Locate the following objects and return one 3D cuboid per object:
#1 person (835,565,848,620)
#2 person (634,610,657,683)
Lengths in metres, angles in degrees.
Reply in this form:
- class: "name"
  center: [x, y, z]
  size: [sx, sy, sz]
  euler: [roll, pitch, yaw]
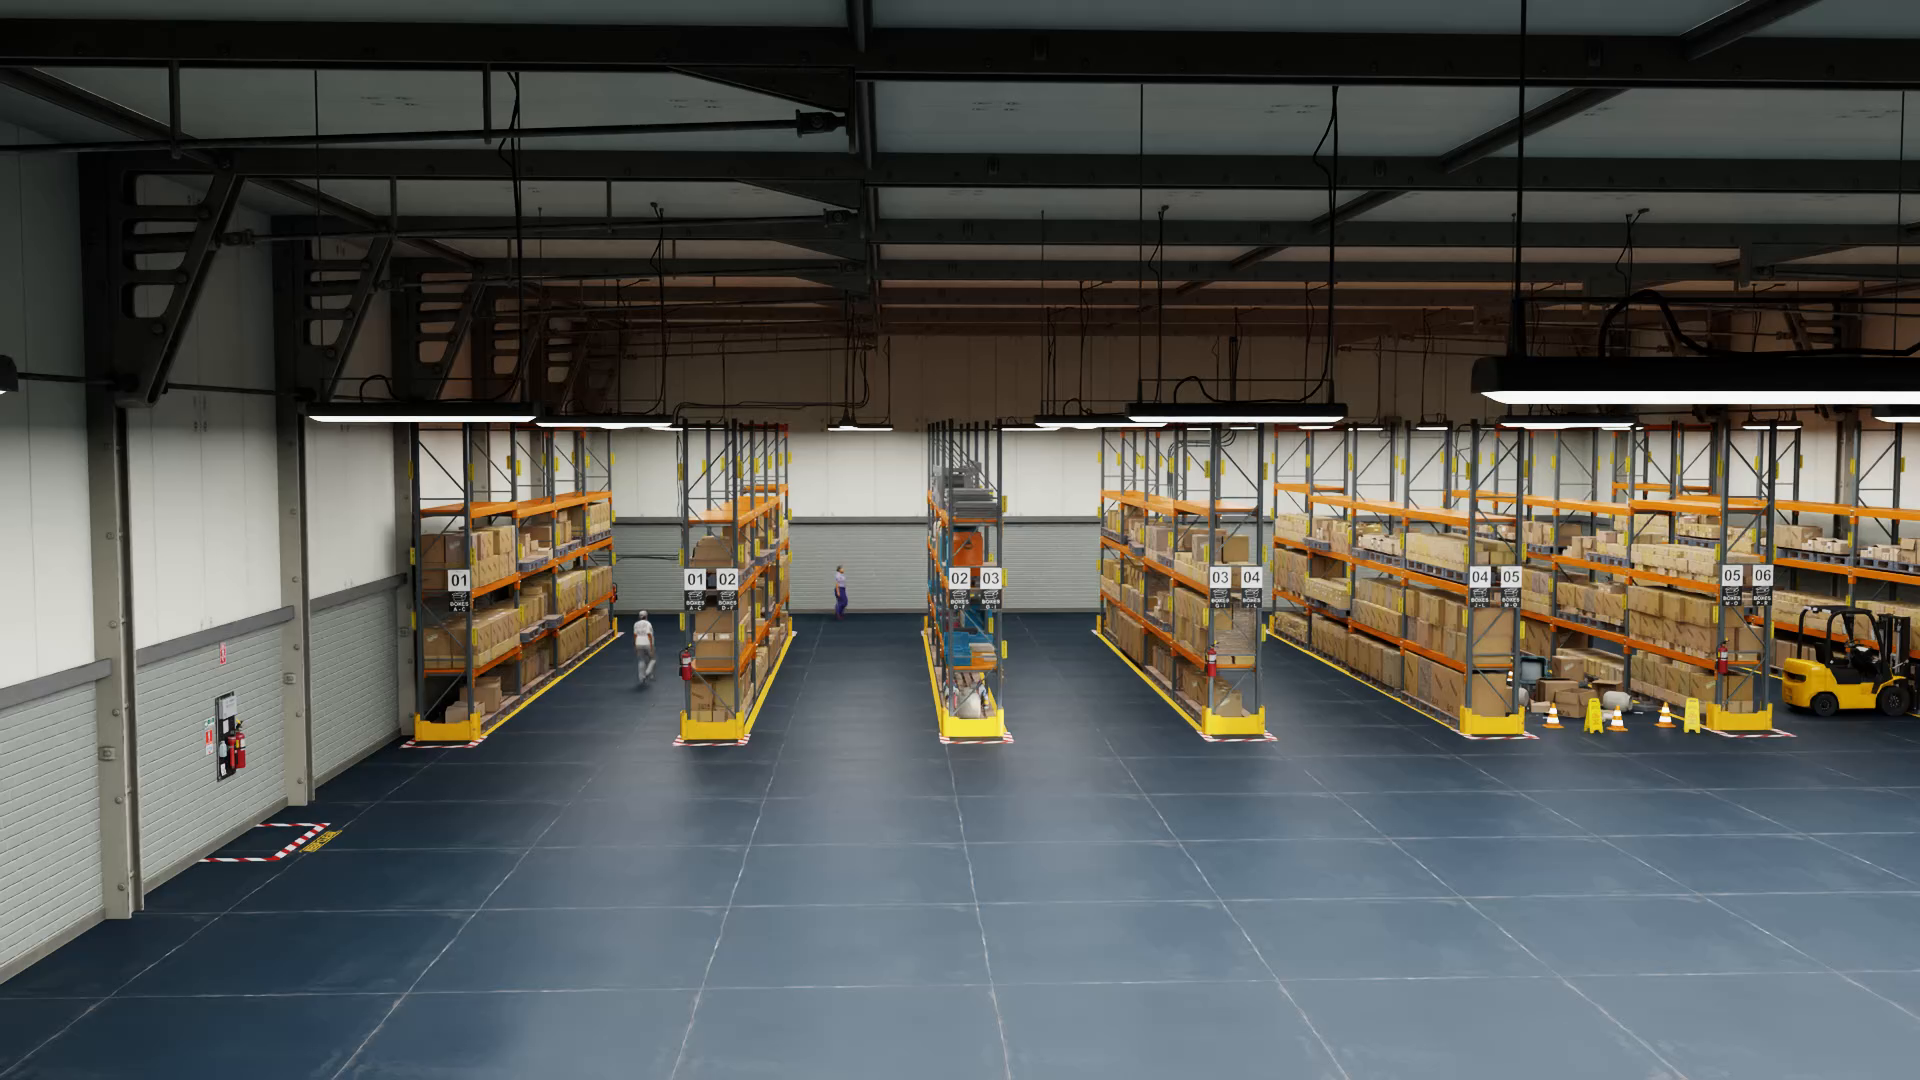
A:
- class: "person"
  center: [-3.664, 1.617, 51.309]
  size: [0.416, 1.669, 0.508]
  euler: [0, 4, -2]
- class: "person"
  center: [-7.233, 2.447, 38.170]
  size: [0.546, 1.653, 0.487]
  euler: [1, 4, 8]
